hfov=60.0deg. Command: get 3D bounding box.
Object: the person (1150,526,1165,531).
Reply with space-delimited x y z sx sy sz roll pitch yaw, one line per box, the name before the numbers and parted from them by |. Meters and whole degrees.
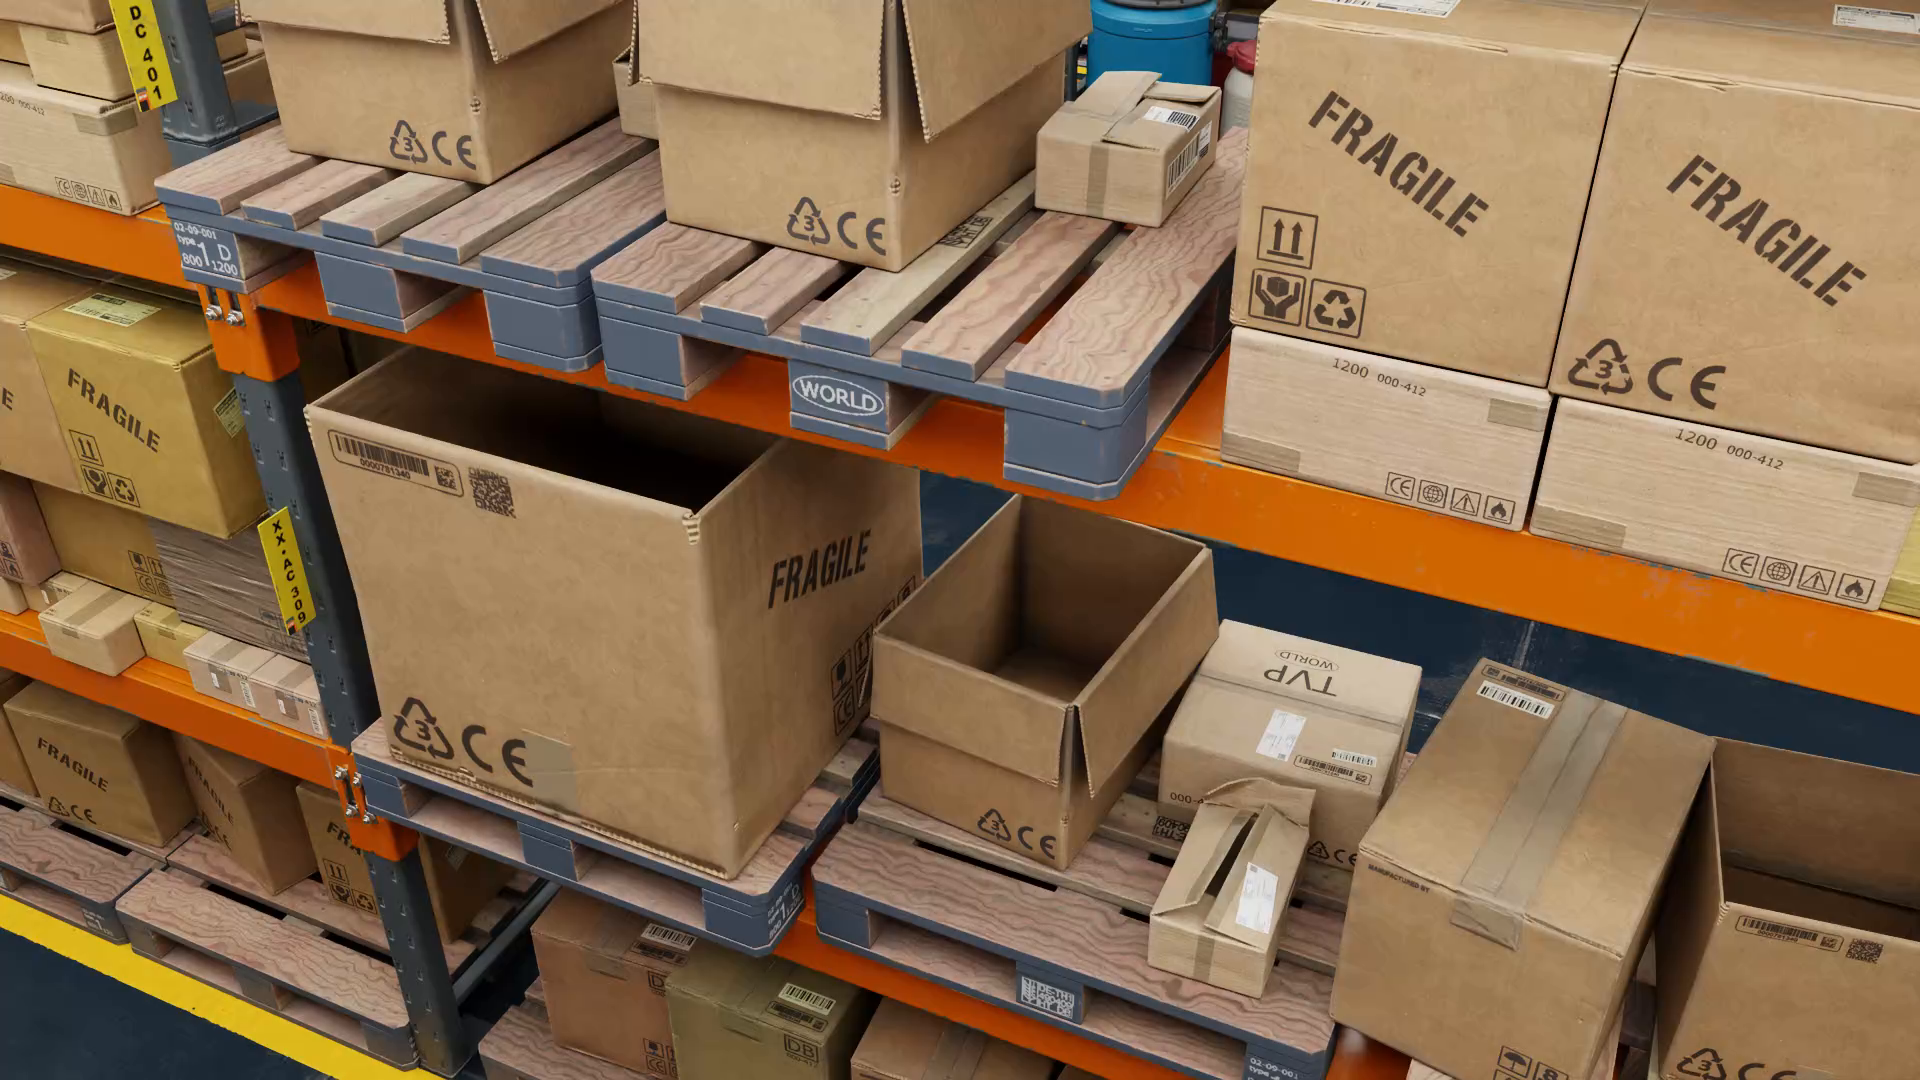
person | 0.753 -0.192 6.441 0.496 1.656 0.445 14 36 20
